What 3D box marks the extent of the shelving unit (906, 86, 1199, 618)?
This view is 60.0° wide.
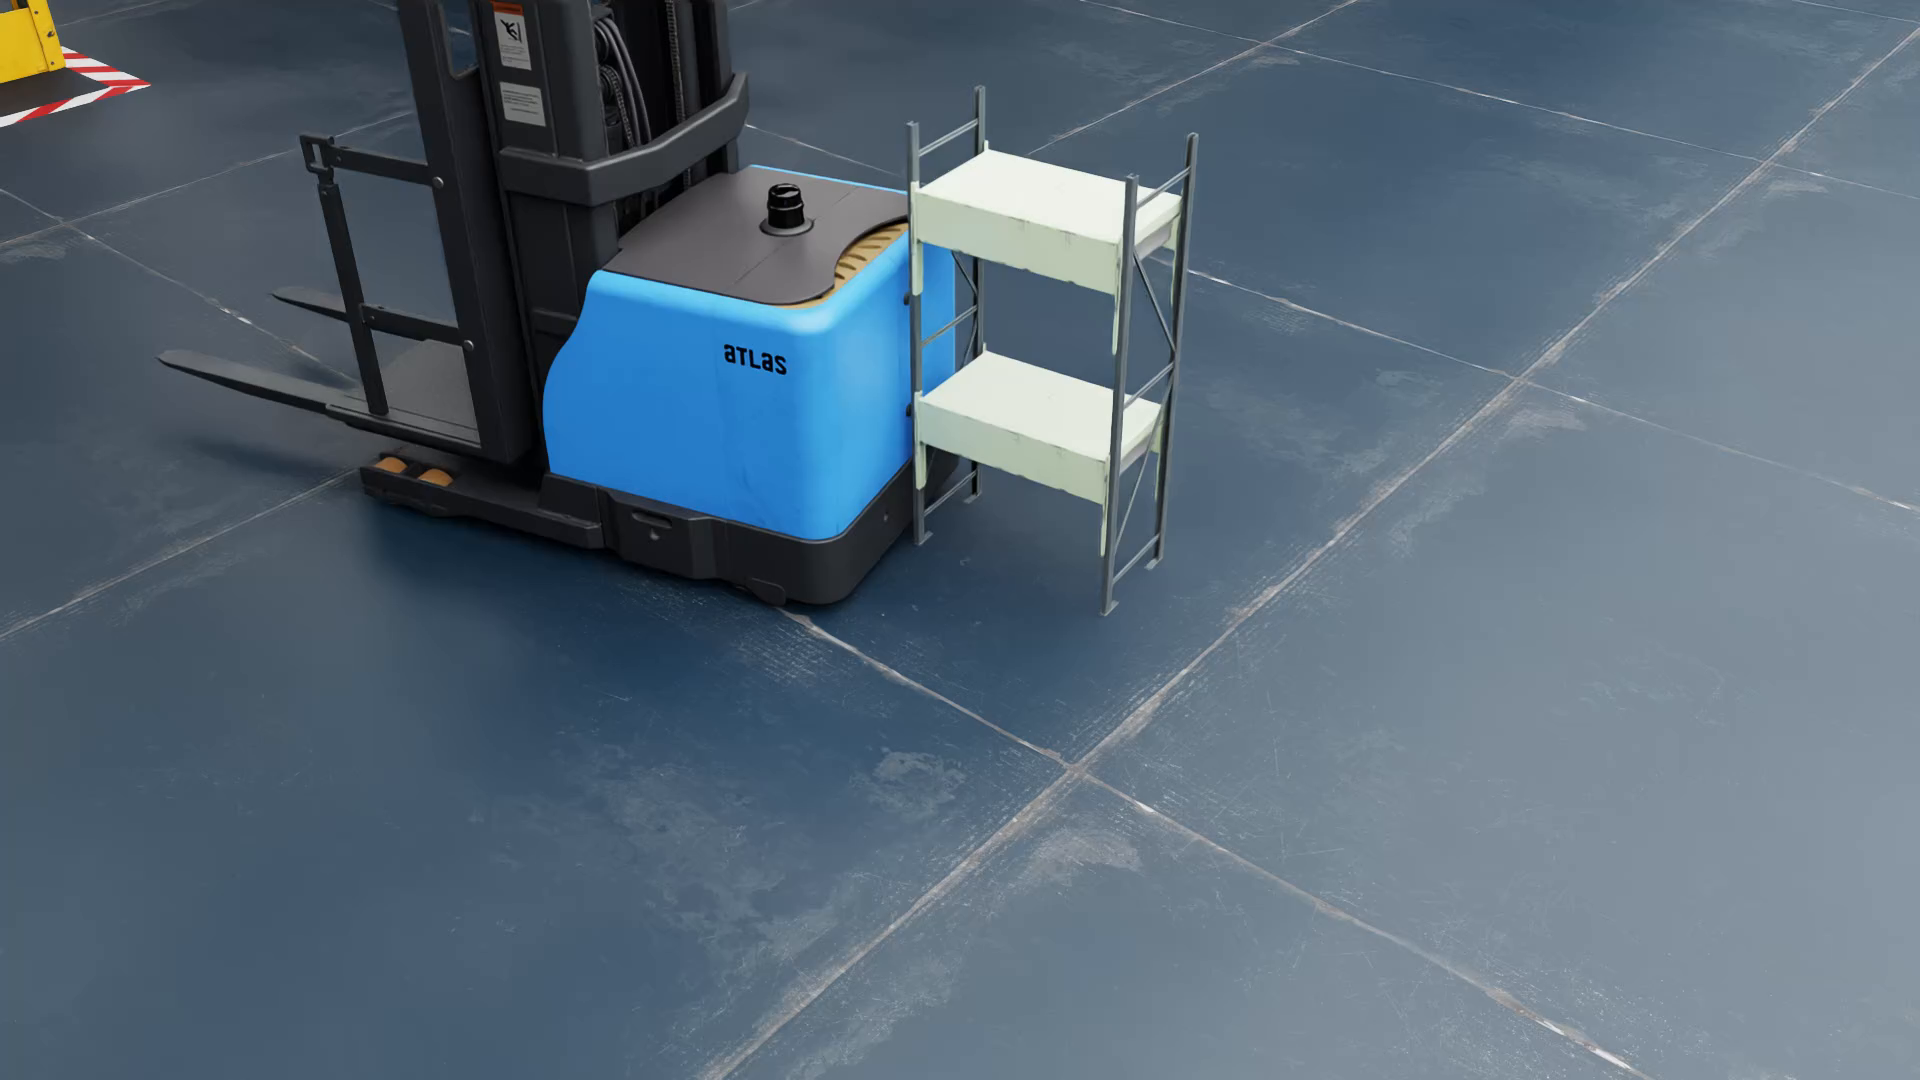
[{"bbox_3d":[0.266,-0.578,5.267,0.755,1.500,0.431,20,39,27],"label":"shelving unit"}]

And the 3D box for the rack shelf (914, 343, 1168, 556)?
[{"bbox_3d":[0.266,-0.310,5.452,0.720,0.370,0.431,20,39,27],"label":"rack shelf"}]

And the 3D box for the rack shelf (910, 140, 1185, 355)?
[{"bbox_3d":[0.266,-0.900,5.046,0.720,0.370,0.431,20,39,27],"label":"rack shelf"}]

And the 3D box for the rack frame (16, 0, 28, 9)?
[{"bbox_3d":[-5.676,-3.840,8.691,0.127,3.000,1.000,25,42,32],"label":"rack frame"}]

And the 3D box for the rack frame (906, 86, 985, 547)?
[{"bbox_3d":[-0.040,-0.692,5.433,0.023,1.500,0.400,20,39,27],"label":"rack frame"}]

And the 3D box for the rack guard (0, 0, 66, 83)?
[{"bbox_3d":[-5.765,-2.816,9.409,0.348,0.500,1.175,25,42,32],"label":"rack guard"}]

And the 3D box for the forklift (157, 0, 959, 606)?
[{"bbox_3d":[-1.564,-1.545,5.411,3.031,2.935,1.130,14,37,20],"label":"forklift"}]

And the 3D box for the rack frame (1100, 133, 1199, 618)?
[{"bbox_3d":[0.572,-0.465,5.102,0.023,1.500,0.400,20,39,27],"label":"rack frame"}]
